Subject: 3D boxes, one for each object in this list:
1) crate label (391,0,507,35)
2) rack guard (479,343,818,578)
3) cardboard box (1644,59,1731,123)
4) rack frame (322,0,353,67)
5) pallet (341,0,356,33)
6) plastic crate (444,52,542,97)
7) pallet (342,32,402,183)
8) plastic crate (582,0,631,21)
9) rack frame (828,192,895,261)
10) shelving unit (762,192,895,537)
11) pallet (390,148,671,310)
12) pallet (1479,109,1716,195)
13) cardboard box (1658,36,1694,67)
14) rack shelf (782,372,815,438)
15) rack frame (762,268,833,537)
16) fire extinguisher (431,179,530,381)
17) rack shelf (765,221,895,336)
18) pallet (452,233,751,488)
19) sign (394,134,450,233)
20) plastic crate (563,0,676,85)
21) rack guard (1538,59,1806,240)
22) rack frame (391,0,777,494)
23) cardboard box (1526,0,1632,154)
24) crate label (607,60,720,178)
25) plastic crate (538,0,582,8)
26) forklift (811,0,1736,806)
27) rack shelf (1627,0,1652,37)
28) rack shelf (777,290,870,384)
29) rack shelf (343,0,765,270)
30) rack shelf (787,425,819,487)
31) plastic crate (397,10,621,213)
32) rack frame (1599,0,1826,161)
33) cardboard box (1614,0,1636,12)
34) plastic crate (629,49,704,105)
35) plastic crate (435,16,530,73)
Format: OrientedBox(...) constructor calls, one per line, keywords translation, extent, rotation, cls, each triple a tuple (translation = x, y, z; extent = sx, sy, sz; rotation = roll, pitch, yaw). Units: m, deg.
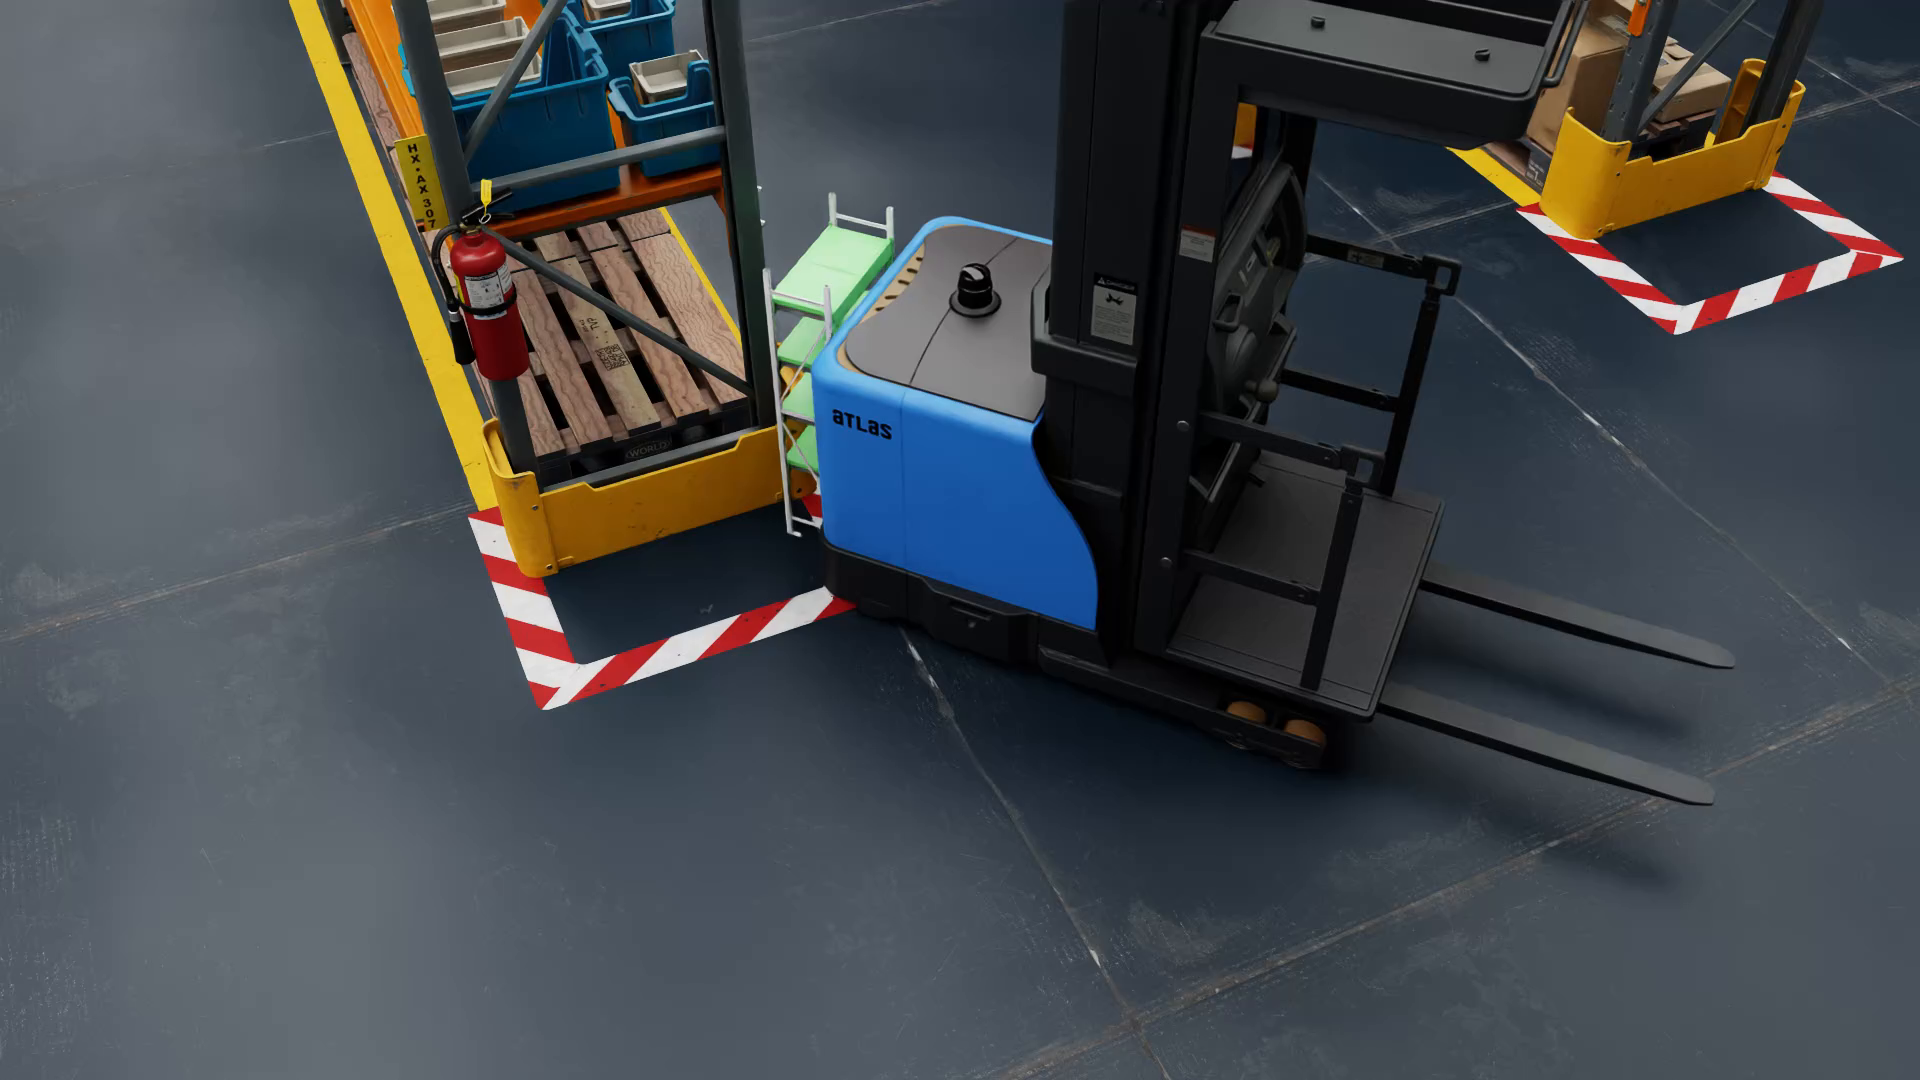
OrientedBox(translation=(-1.912, -1.958, 6.244), extent=(0.396, 0.136, 0.243), rotation=(-18, 47, -17), cls="crate label")
OrientedBox(translation=(-1.135, -0.304, 6.202), extent=(1.175, 0.500, 0.348), rotation=(-18, 47, -17), cls="rack guard")
OrientedBox(translation=(3.475, -2.176, 8.036), extent=(0.380, 0.149, 0.250), rotation=(-18, 47, -17), cls="cardboard box")
OrientedBox(translation=(-2.838, -3.754, 7.919), extent=(1.000, 3.000, 0.127), rotation=(-18, 47, -17), cls="rack frame")
OrientedBox(translation=(-3.125, -3.266, 9.410), extent=(1.003, 0.211, 1.213), rotation=(-18, 47, -17), cls="pallet")
OrientedBox(translation=(-1.664, -1.599, 5.880), extent=(0.396, 0.136, 0.243), rotation=(-18, 47, -17), cls="plastic crate")
OrientedBox(translation=(-2.494, -2.305, 8.435), extent=(1.003, 0.211, 1.213), rotation=(-18, 47, -17), cls="pallet")
OrientedBox(translation=(-1.307, -2.049, 6.336), extent=(0.250, 0.136, 0.298), rotation=(-18, 47, -17), cls="plastic crate")
OrientedBox(translation=(-0.345, -0.740, 6.145), extent=(0.240, 1.200, 0.015), rotation=(17, 47, 16), cls="rack frame")
OrientedBox(translation=(-0.440, -0.582, 5.985), extent=(0.258, 1.200, 0.503), rotation=(17, 47, 16), cls="shelving unit")
OrientedBox(translation=(-1.977, -1.526, 7.646), extent=(1.003, 0.211, 1.213), rotation=(-18, 47, -17), cls="pallet")
OrientedBox(translation=(2.971, -2.229, 8.359), extent=(1.003, 0.211, 1.213), rotation=(-18, 47, -17), cls="pallet")
OrientedBox(translation=(3.370, -2.342, 8.191), extent=(0.380, 0.166, 0.250), rotation=(-18, 47, -17), cls="cardboard box")
OrientedBox(translation=(-0.440, -0.537, 6.030), extent=(0.258, 0.148, 0.480), rotation=(17, 47, 16), cls="rack shelf")
OrientedBox(translation=(-0.535, -0.425, 5.825), extent=(0.240, 1.200, 0.015), rotation=(17, 47, 16), cls="rack frame")
OrientedBox(translation=(-1.505, -0.815, 5.261), extent=(0.296, 0.674, 0.183), rotation=(-18, 47, -17), cls="fire extinguisher")
OrientedBox(translation=(-0.438, -0.878, 5.693), extent=(0.258, 0.148, 0.480), rotation=(17, 47, 16), cls="rack shelf")
OrientedBox(translation=(-1.468, -0.750, 6.860), extent=(1.003, 0.211, 1.213), rotation=(-18, 47, -17), cls="pallet")
OrientedBox(translation=(-1.649, -1.091, 5.104), extent=(0.100, 0.325, 0.005), rotation=(-18, 47, -17), cls="sign")
OrientedBox(translation=(-1.238, -1.841, 6.057), extent=(0.416, 0.233, 0.300), rotation=(-18, 47, -17), cls="plastic crate")
OrientedBox(translation=(3.307, -1.825, 7.743), extent=(1.175, 0.500, 0.348), rotation=(-18, 47, -17), cls="rack guard")
OrientedBox(translation=(-1.157, -1.205, 5.336), extent=(1.000, 3.000, 0.127), rotation=(-18, 47, -17), cls="rack frame")
OrientedBox(translation=(2.887, -2.206, 7.817), extent=(0.500, 0.500, 0.500), rotation=(-18, 47, -17), cls="cardboard box")
OrientedBox(translation=(-0.962, -1.422, 5.632), extent=(0.416, 0.233, 0.303), rotation=(-18, 47, -17), cls="crate label")
OrientedBox(translation=(-1.515, -2.261, 6.482), extent=(0.416, 0.233, 0.300), rotation=(-18, 47, -17), cls="plastic crate")
OrientedBox(translation=(1.068, -0.718, 4.891), extent=(3.031, 2.935, 1.130), rotation=(17, 47, 17), cls="forklift")
OrientedBox(translation=(2.498, -3.684, 8.360), extent=(1.077, 0.370, 4.000), rotation=(-18, 47, -17), cls="rack shelf")
OrientedBox(translation=(-0.439, -0.707, 5.861), extent=(0.258, 0.148, 0.480), rotation=(17, 47, 16), cls="rack shelf")
OrientedBox(translation=(-1.997, -2.224, 6.880), extent=(1.077, 0.370, 4.000), rotation=(-18, 47, -17), cls="rack shelf")
OrientedBox(translation=(-0.441, -0.366, 6.199), extent=(0.258, 0.148, 0.480), rotation=(17, 47, 16), cls="rack shelf")
OrientedBox(translation=(-1.467, -1.398, 5.463), extent=(0.616, 0.435, 0.499), rotation=(-18, 47, -17), cls="plastic crate")
OrientedBox(translation=(3.339, -2.666, 6.816), extent=(1.000, 3.000, 0.127), rotation=(-18, 47, -17), cls="rack frame")
OrientedBox(translation=(3.158, -2.593, 8.386), extent=(0.500, 0.250, 0.500), rotation=(-18, 47, -17), cls="cardboard box")
OrientedBox(translation=(-1.021, -1.616, 5.897), extent=(0.250, 0.136, 0.298), rotation=(-18, 47, -17), cls="plastic crate")
OrientedBox(translation=(-1.772, -1.788, 6.072), extent=(0.396, 0.136, 0.243), rotation=(-18, 47, -17), cls="plastic crate")
